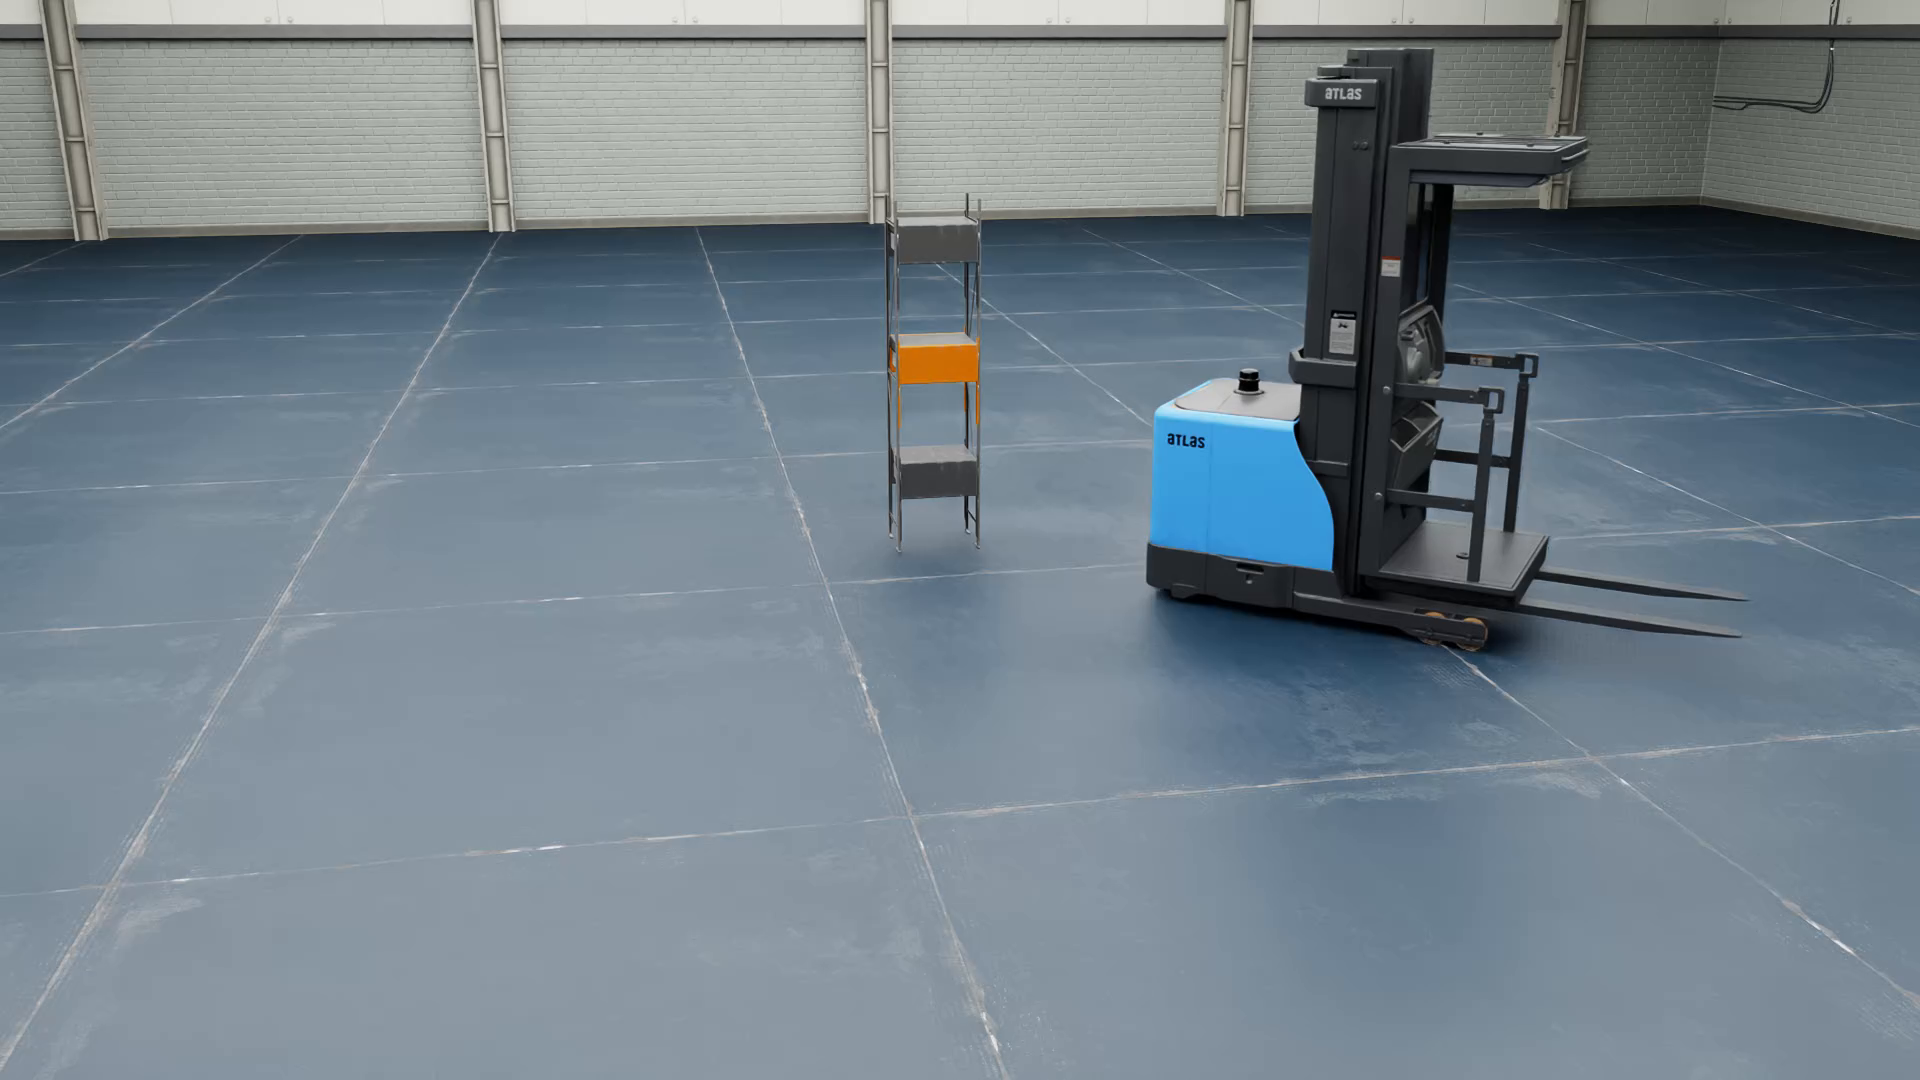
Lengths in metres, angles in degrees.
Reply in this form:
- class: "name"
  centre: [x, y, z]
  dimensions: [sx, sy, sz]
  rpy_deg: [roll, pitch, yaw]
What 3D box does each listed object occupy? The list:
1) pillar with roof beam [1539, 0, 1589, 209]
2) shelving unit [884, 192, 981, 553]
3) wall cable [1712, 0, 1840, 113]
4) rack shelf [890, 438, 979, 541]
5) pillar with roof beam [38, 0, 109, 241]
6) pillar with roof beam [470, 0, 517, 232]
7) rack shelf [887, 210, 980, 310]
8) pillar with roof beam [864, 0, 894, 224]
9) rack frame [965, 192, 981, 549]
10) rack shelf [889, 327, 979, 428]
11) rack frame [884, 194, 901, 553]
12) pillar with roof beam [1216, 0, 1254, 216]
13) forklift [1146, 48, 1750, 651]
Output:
- class: "pillar with roof beam"
  centre: [11.302, -8.928, 24.053]
  dimensions: [0.400, 9.000, 9.100]
  rpy_deg: [-3, 17, -10]
- class: "shelving unit"
  centre: [-0.163, -0.995, 9.974]
  dimensions: [0.503, 2.100, 0.431]
  rpy_deg: [-3, 17, -10]
- class: "wall cable"
  centre: [13.629, -8.468, 27.843]
  dimensions: [0.112, 2.526, 3.097]
  rpy_deg: [-3, 17, -10]
- class: "rack shelf"
  centre: [-0.163, -0.312, 10.183]
  dimensions: [0.480, 0.518, 0.431]
  rpy_deg: [-3, 17, -10]
- class: "pillar with roof beam"
  centre: [-12.262, -7.591, 19.701]
  dimensions: [0.400, 9.000, 9.100]
  rpy_deg: [-3, 17, -10]
- class: "pillar with roof beam"
  centre: [-6.371, -7.926, 20.789]
  dimensions: [0.400, 9.000, 9.100]
  rpy_deg: [-3, 17, -10]
- class: "rack shelf"
  centre: [-0.163, -1.651, 9.772]
  dimensions: [0.480, 0.518, 0.431]
  rpy_deg: [-3, 17, -10]
- class: "pillar with roof beam"
  centre: [-0.480, -8.260, 21.877]
  dimensions: [0.400, 9.000, 9.100]
  rpy_deg: [-3, 17, -10]
- class: "rack frame"
  centre: [0.077, -1.008, 10.018]
  dimensions: [0.015, 2.100, 0.400]
  rpy_deg: [-3, 17, -10]
- class: "rack shelf"
  centre: [-0.163, -0.981, 9.978]
  dimensions: [0.480, 0.518, 0.431]
  rpy_deg: [-3, 17, -10]
- class: "rack frame"
  centre: [-0.402, -0.981, 9.929]
  dimensions: [0.015, 2.100, 0.400]
  rpy_deg: [-3, 17, -10]
- class: "pillar with roof beam"
  centre: [5.411, -8.594, 22.965]
  dimensions: [0.400, 9.000, 9.100]
  rpy_deg: [-3, 17, -10]
- class: "forklift"
  centre: [2.588, -1.013, 8.620]
  dimensions: [3.031, 2.935, 1.130]
  rpy_deg: [9, 19, 26]
